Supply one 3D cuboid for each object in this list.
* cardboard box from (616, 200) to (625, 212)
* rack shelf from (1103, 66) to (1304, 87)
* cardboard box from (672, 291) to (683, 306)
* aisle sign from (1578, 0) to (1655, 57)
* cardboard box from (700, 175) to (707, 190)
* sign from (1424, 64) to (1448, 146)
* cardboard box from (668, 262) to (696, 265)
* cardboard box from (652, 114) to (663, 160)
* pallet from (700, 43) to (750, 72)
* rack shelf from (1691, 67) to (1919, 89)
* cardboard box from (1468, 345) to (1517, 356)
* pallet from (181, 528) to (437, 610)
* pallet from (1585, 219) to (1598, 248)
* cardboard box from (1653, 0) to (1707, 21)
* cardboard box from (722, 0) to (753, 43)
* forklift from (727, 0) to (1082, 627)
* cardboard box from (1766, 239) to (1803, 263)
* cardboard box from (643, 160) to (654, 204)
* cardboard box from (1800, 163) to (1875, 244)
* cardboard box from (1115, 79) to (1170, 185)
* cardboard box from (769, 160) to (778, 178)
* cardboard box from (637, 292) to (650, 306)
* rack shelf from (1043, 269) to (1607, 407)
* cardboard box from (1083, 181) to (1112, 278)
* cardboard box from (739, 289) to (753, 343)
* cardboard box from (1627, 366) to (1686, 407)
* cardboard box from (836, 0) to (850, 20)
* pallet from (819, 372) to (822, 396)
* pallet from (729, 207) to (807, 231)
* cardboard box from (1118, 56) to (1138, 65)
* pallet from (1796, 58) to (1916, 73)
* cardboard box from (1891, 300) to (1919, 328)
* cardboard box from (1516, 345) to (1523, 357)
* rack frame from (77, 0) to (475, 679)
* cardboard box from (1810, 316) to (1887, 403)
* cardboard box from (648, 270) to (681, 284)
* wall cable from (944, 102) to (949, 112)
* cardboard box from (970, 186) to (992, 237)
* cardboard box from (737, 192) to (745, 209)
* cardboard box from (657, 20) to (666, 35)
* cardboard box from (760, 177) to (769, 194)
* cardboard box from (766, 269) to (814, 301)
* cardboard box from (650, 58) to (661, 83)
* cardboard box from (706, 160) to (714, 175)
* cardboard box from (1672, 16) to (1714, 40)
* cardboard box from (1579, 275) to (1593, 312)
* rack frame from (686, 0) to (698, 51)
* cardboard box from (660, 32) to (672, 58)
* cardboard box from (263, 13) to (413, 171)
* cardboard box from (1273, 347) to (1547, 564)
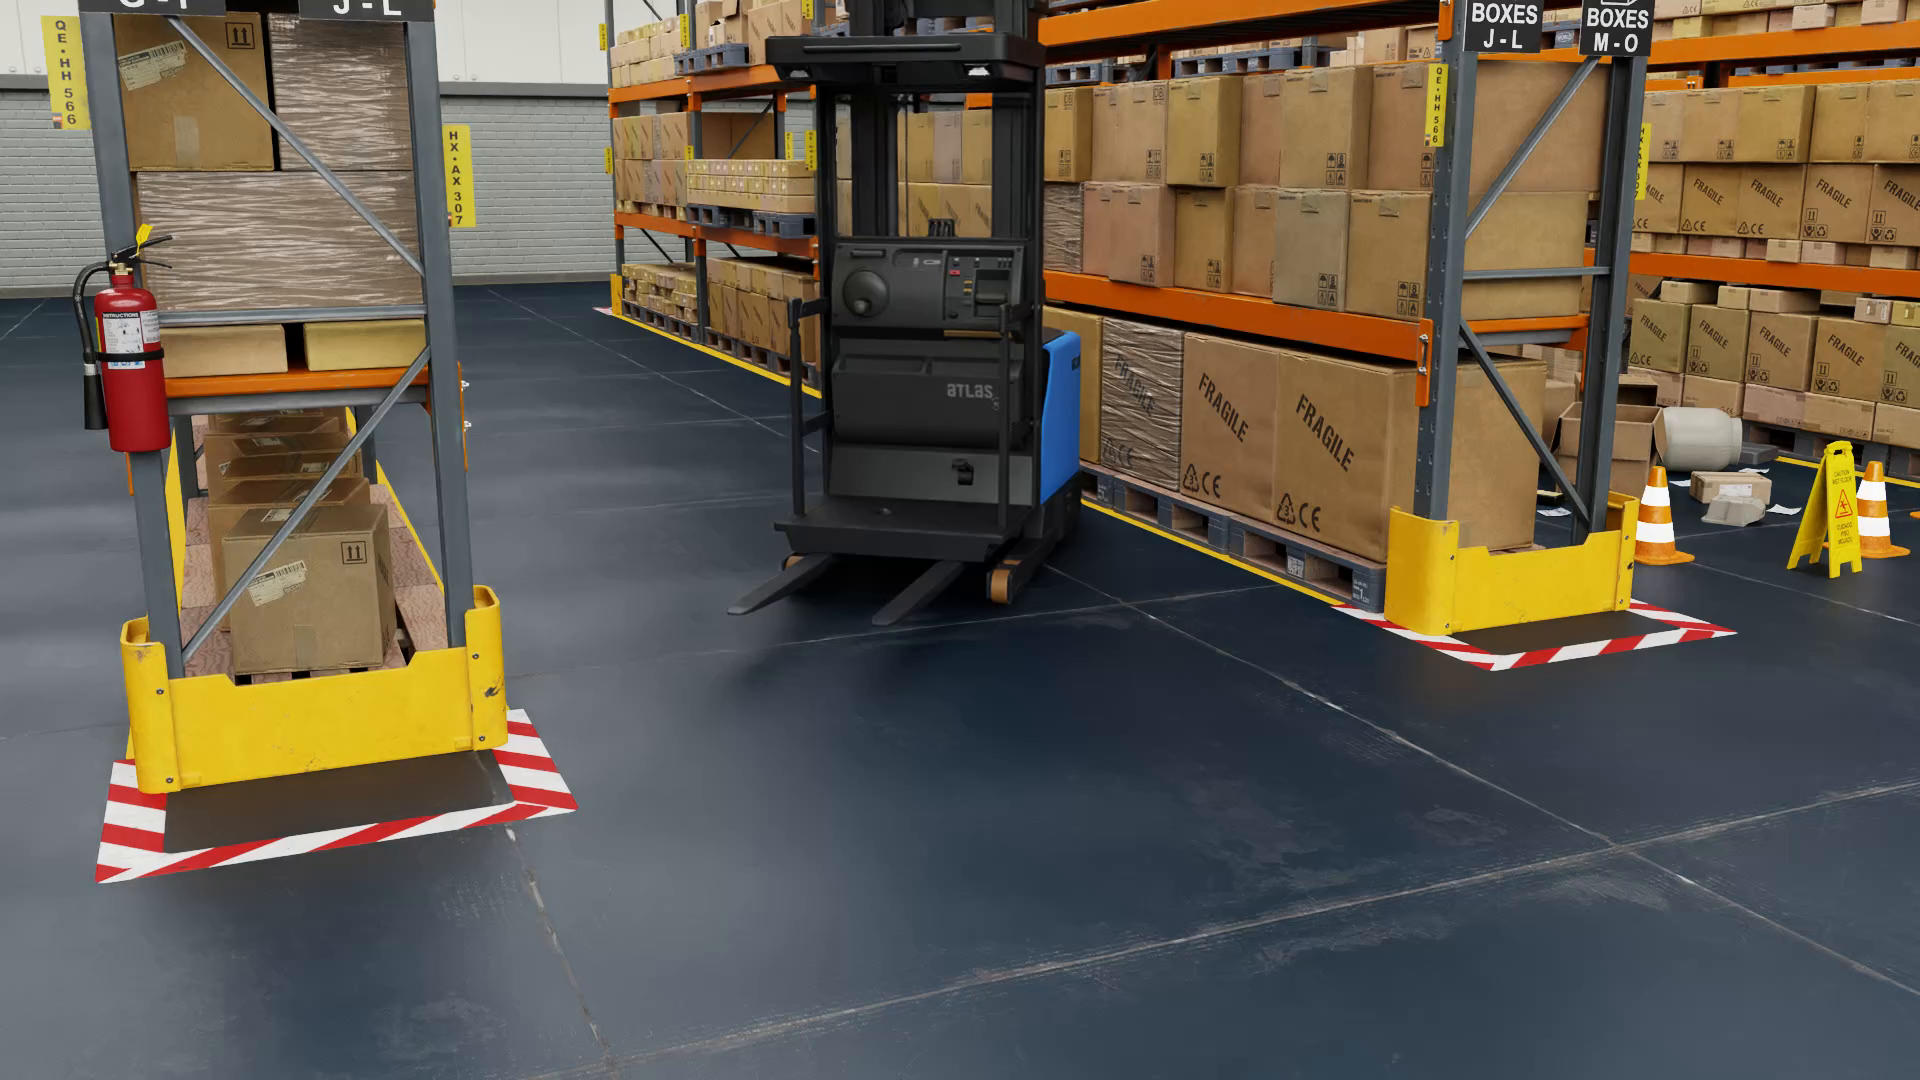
[{"bbox_3d":[-4.130,-4.227,21.039,0.380,0.149,0.250,-6,14,-23],"label":"cardboard box"},{"bbox_3d":[2.939,-4.785,17.836,1.077,0.370,4.000,-6,14,-23],"label":"rack shelf"},{"bbox_3d":[-3.018,-2.725,18.723,0.380,0.149,0.250,-6,14,-25],"label":"cardboard box"},{"bbox_3d":[2.753,-2.419,6.905,0.394,0.787,0.004,-6,14,-23],"label":"aisle sign"},{"bbox_3d":[-2.411,-3.617,16.812,0.380,0.149,0.250,-5,14,-22],"label":"cardboard box"},{"bbox_3d":[1.947,-1.774,6.788,0.100,0.325,0.005,-6,14,-23],"label":"sign"},{"bbox_3d":[-3.515,-3.465,21.261,0.380,0.149,0.250,-5,14,-22],"label":"cardboard box"},{"bbox_3d":[-3.197,-4.586,18.935,0.500,0.500,0.500,-5,14,-21],"label":"cardboard box"},{"bbox_3d":[-1.789,-4.638,16.022,1.213,0.211,1.003,-6,14,-23],"label":"pallet"},{"bbox_3d":[9.088,-4.408,16.206,1.077,0.370,4.000,-6,14,-23],"label":"rack shelf"},{"bbox_3d":[3.724,-1.419,12.212,0.500,0.500,0.500,-6,14,-23],"label":"cardboard box"},{"bbox_3d":[-2.944,0.207,7.508,1.003,0.211,1.213,-6,14,-23],"label":"pallet"},{"bbox_3d":[5.170,-2.512,13.498,1.003,0.211,1.213,-6,14,-23],"label":"pallet"},{"bbox_3d":[5.268,-3.852,11.883,0.500,0.250,0.500,-6,14,-24],"label":"cardboard box"},{"bbox_3d":[-1.859,-5.005,16.029,0.797,0.503,0.637,-6,14,-24],"label":"cardboard box"},{"bbox_3d":[-0.210,-1.229,7.681,1.130,2.935,3.031,4,13,15],"label":"forklift"},{"bbox_3d":[5.679,-1.953,11.214,0.380,0.149,0.250,-6,14,-23],"label":"cardboard box"},{"bbox_3d":[-3.400,-4.207,19.511,0.500,0.500,0.500,-6,14,-24],"label":"cardboard box"},{"bbox_3d":[5.896,-2.203,10.855,0.500,0.500,0.500,-5,14,-22],"label":"cardboard box"},{"bbox_3d":[1.381,-2.260,9.253,0.875,0.550,0.550,-6,14,-23],"label":"cardboard box"},{"bbox_3d":[-1.470,-3.277,14.684,0.380,0.149,0.250,-6,14,-24],"label":"cardboard box"},{"bbox_3d":[-3.755,-2.964,20.417,0.380,0.149,0.250,-5,14,-22],"label":"cardboard box"},{"bbox_3d":[1.649,-1.203,9.011,1.077,0.370,4.000,-6,14,-23],"label":"rack shelf"},{"bbox_3d":[1.247,-1.853,9.892,0.875,0.550,0.550,-6,14,-23],"label":"cardboard box"},{"bbox_3d":[-1.868,-2.214,16.394,0.500,0.500,0.500,-5,14,-22],"label":"cardboard box"},{"bbox_3d":[5.332,-1.153,12.368,0.500,0.250,0.500,-6,14,-26],"label":"cardboard box"},{"bbox_3d":[-0.666,-4.295,13.167,0.500,0.311,0.500,-6,14,-23],"label":"cardboard box"},{"bbox_3d":[-0.508,-1.265,13.867,1.003,0.211,1.213,-6,14,-23],"label":"pallet"},{"bbox_3d":[-1.585,-3.105,16.059,1.003,0.211,1.213,-6,14,-23],"label":"pallet"},{"bbox_3d":[2.018,-5.553,18.925,0.396,0.266,0.258,-6,14,-23],"label":"cardboard box"},{"bbox_3d":[9.091,-4.717,16.364,1.003,0.211,1.213,-5,14,-20],"label":"pallet"},{"bbox_3d":[6.079,-1.419,10.412,0.380,0.149,0.250,-5,14,-22],"label":"cardboard box"},{"bbox_3d":[4.839,-1.615,14.094,0.950,0.372,0.625,-5,14,-19],"label":"cardboard box"},{"bbox_3d":[-2.135,-0.713,5.299,1.000,3.000,0.127,-6,14,-23],"label":"rack frame"},{"bbox_3d":[5.977,-1.193,10.876,0.500,0.500,0.500,-6,14,-24],"label":"cardboard box"},{"bbox_3d":[-3.515,-3.142,19.867,0.380,0.149,0.250,-5,14,-22],"label":"cardboard box"},{"bbox_3d":[-0.450,-6.702,28.923,0.588,1.984,0.122,-6,14,-23],"label":"wall cable"},{"bbox_3d":[0.394,-2.099,11.066,0.500,0.500,0.500,-6,14,-23],"label":"cardboard box"},{"bbox_3d":[-1.882,-3.201,15.675,0.380,0.149,0.250,-5,14,-21],"label":"cardboard box"},{"bbox_3d":[-3.158,-5.700,18.534,0.380,0.149,0.250,-6,14,-25],"label":"cardboard box"},{"bbox_3d":[-1.586,-3.190,14.968,0.380,0.149,0.250,-5,14,-22],"label":"cardboard box"},{"bbox_3d":[-1.481,-2.366,15.391,0.500,0.250,0.500,-5,14,-22],"label":"cardboard box"},{"bbox_3d":[-3.194,-5.294,18.772,0.500,0.250,0.500,-6,14,-24],"label":"cardboard box"},{"bbox_3d":[-2.305,-3.707,16.539,0.380,0.149,0.250,-6,14,-24],"label":"cardboard box"},{"bbox_3d":[5.294,-3.628,11.797,0.380,0.149,0.250,-6,14,-23],"label":"cardboard box"},{"bbox_3d":[7.518,-2.977,19.694,0.500,0.500,0.500,-5,14,-21],"label":"cardboard box"},{"bbox_3d":[-2.357,-6.542,17.180,1.000,3.000,0.127,-6,14,-23],"label":"rack frame"},{"bbox_3d":[-2.973,-5.432,18.261,0.500,0.250,0.500,-6,14,-25],"label":"cardboard box"},{"bbox_3d":[-2.106,-1.532,5.739,0.500,0.500,0.500,-6,14,-23],"label":"cardboard box"},{"bbox_3d":[2.118,-0.444,7.917,0.875,0.875,0.875,-6,14,-23],"label":"cardboard box"}]
